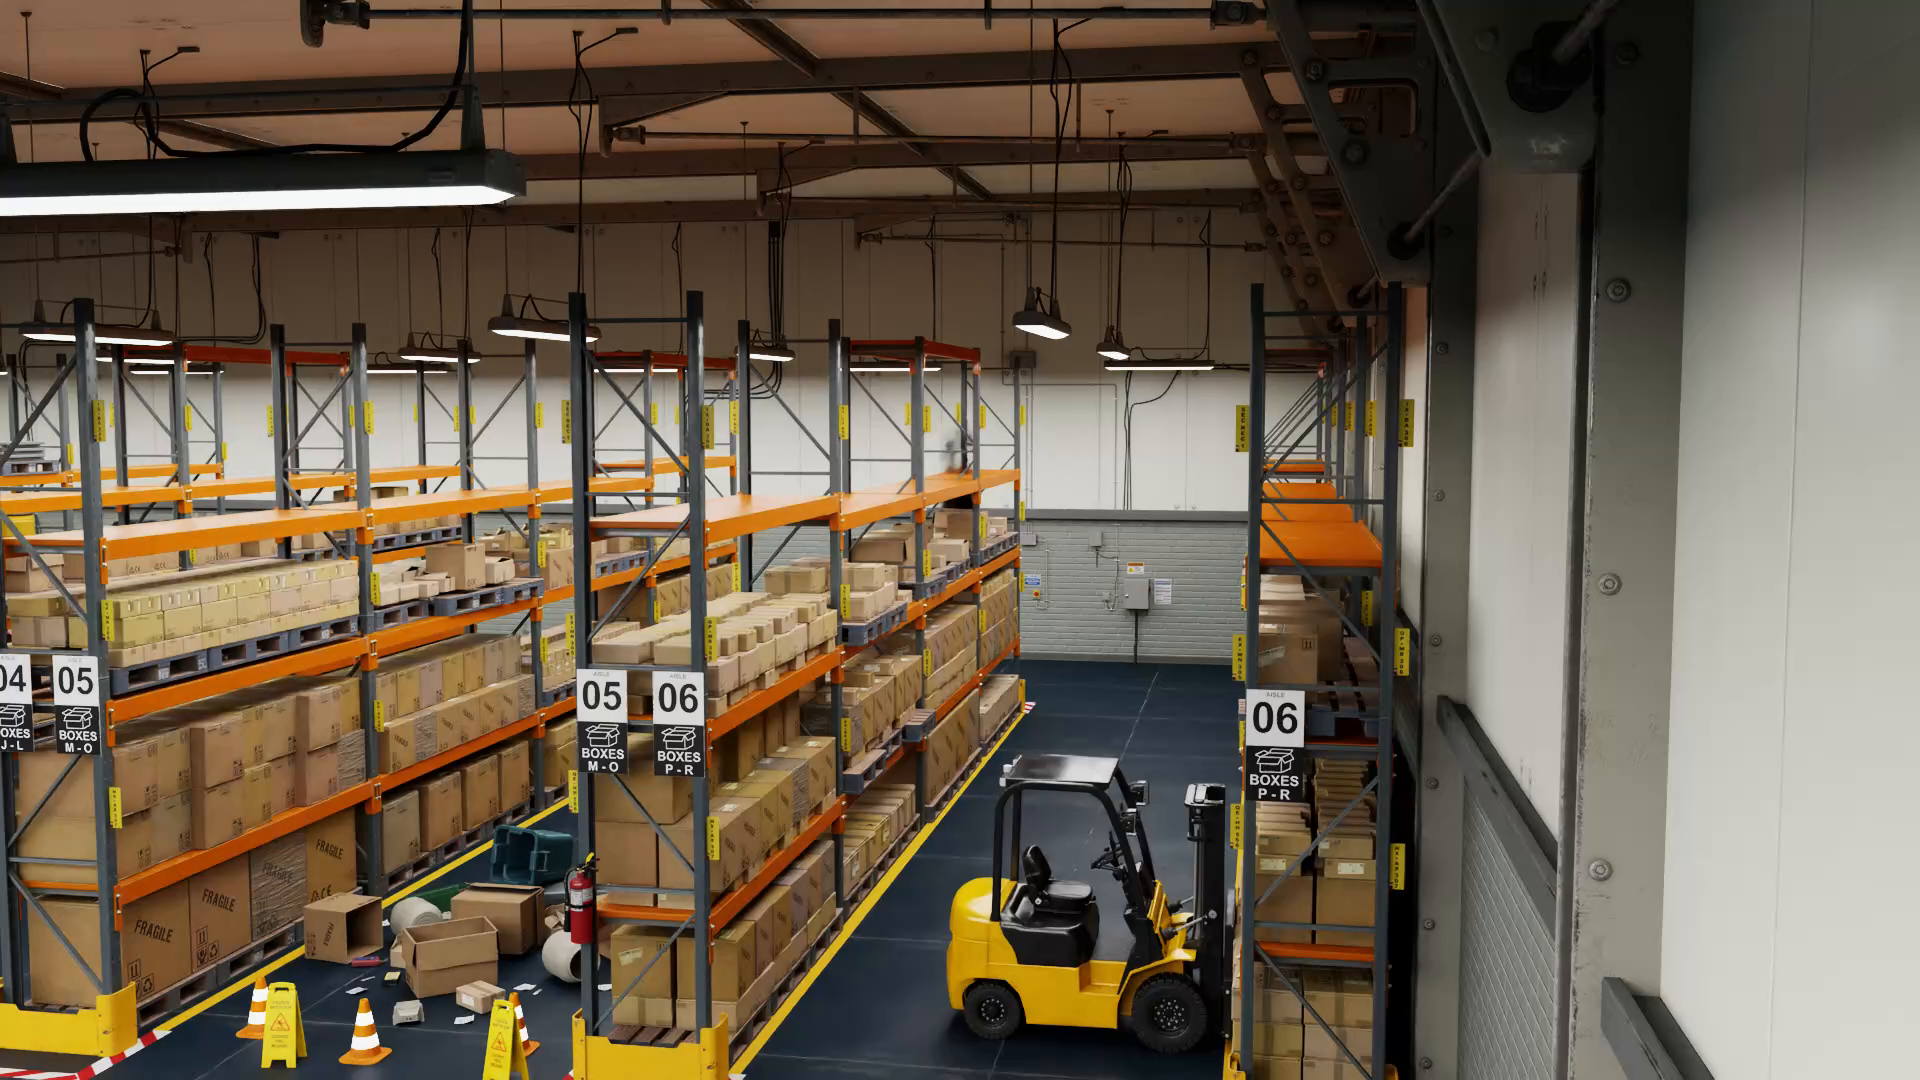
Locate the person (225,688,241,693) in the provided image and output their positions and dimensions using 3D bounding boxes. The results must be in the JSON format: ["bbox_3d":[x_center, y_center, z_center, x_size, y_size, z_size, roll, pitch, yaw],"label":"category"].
[{"bbox_3d":[-8.938,2.628,20.460,0.715,1.754,1.007,0,5,4],"label":"person"}]

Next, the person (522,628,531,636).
[{"bbox_3d":[-6.675,2.224,26.083,0.588,1.735,0.920,1,5,11],"label":"person"}]
